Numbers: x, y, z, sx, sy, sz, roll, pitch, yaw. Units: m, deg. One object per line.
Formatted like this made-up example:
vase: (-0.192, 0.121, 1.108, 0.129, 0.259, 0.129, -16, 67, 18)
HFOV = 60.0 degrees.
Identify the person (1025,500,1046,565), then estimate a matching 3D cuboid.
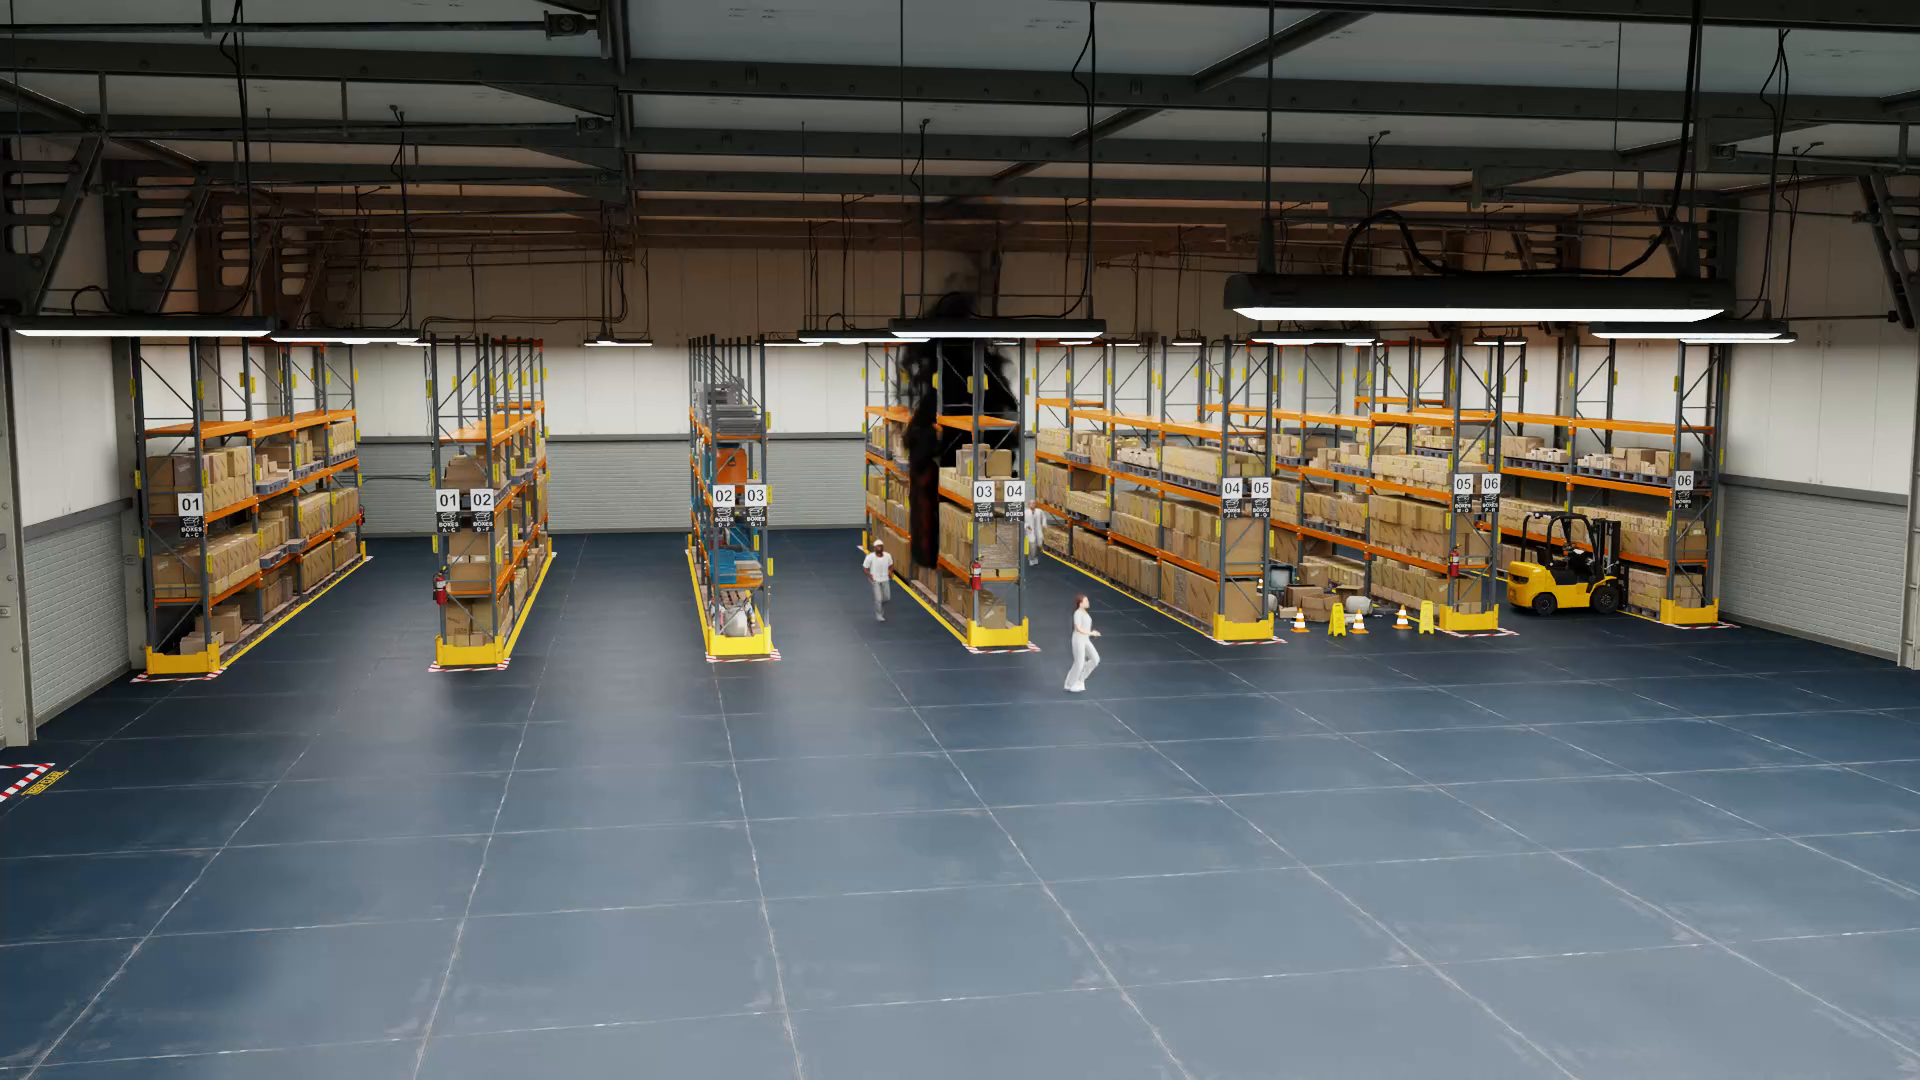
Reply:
person: (1.964, -0.195, 44.112, 0.722, 1.735, 0.661, -1, 7, -9)

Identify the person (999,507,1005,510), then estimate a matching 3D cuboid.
person: (1.060, -0.502, 47.767, 0.579, 1.586, 0.768, 0, 7, -2)

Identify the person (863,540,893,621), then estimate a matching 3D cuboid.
person: (-1.700, 0.850, 35.076, 0.679, 1.721, 0.576, -2, 7, -19)

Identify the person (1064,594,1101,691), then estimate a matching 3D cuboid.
person: (2.066, 1.721, 27.821, 0.642, 1.648, 0.581, 3, 7, 23)
